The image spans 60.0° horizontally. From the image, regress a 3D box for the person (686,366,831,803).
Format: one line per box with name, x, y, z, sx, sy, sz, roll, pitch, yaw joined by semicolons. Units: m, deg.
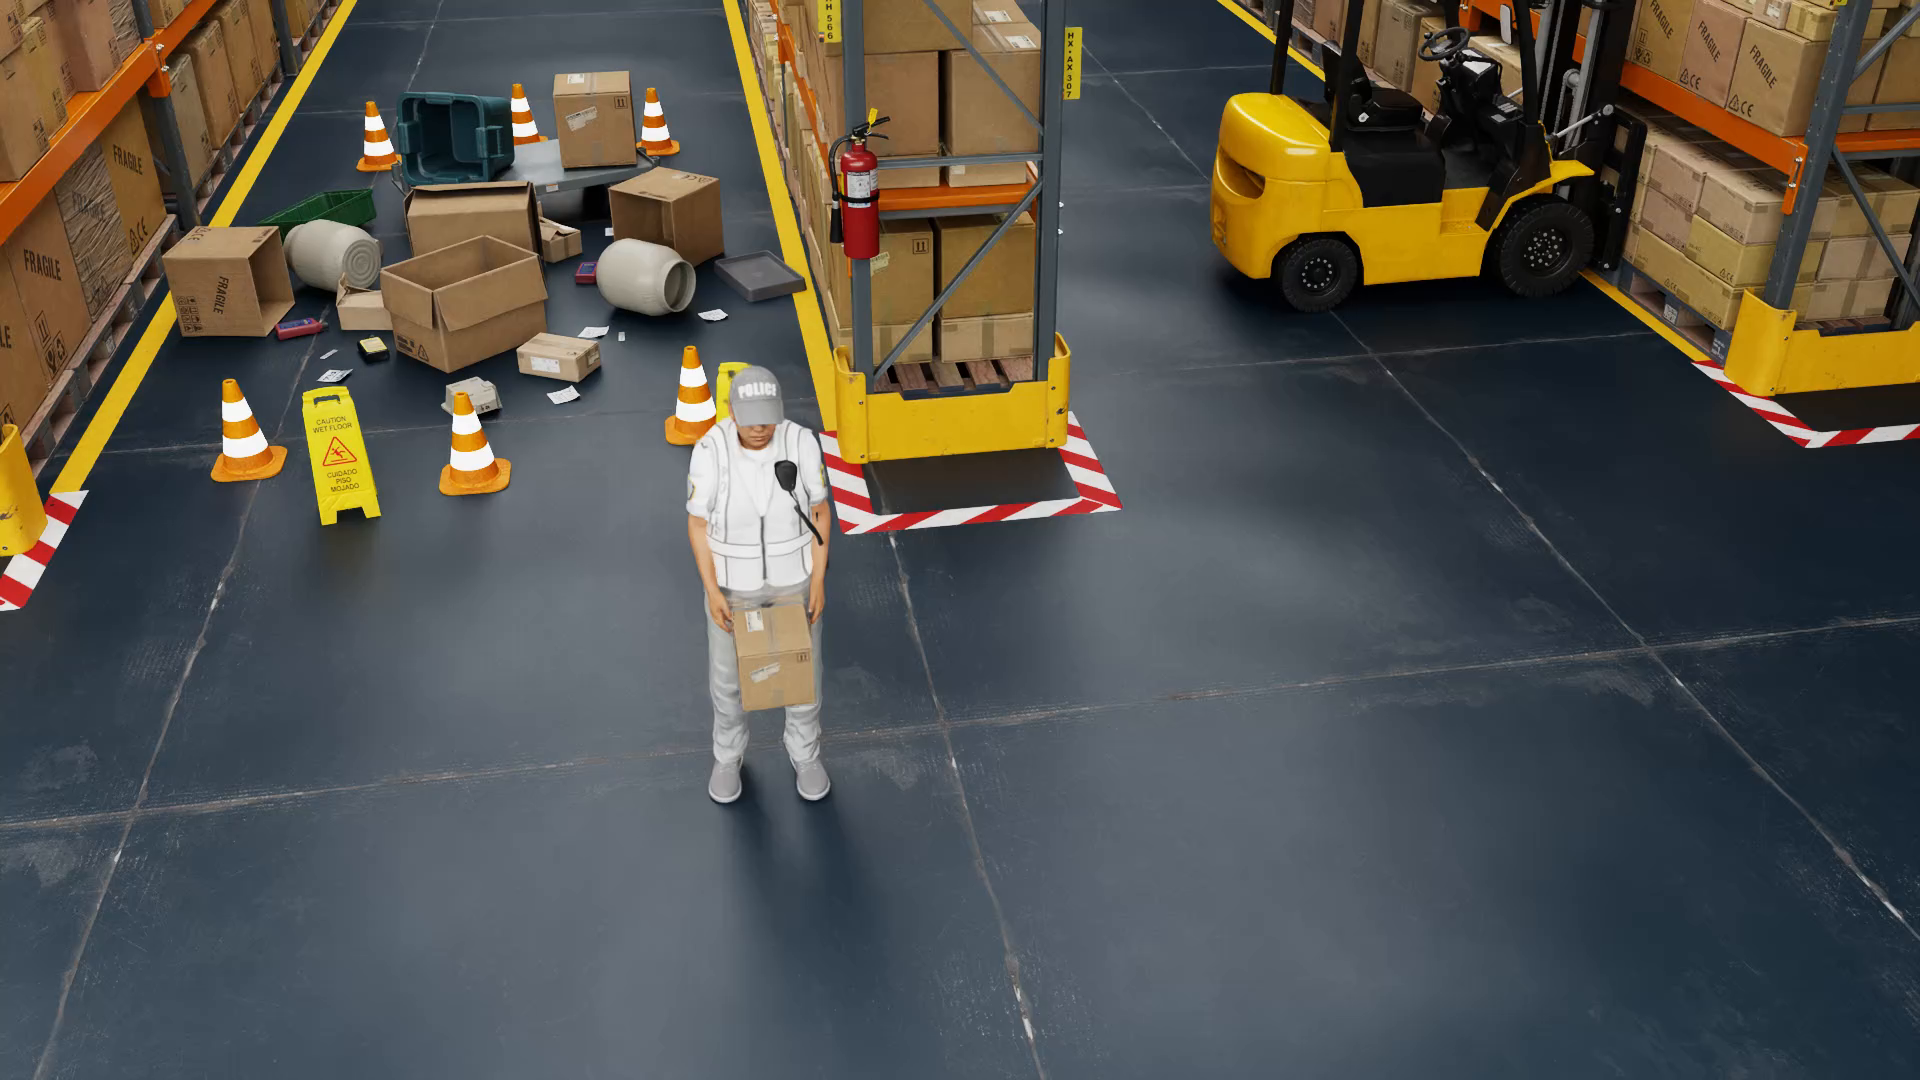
person;-0.697;0.152;5.867;0.516;1.672;0.451;-6;31;-10
